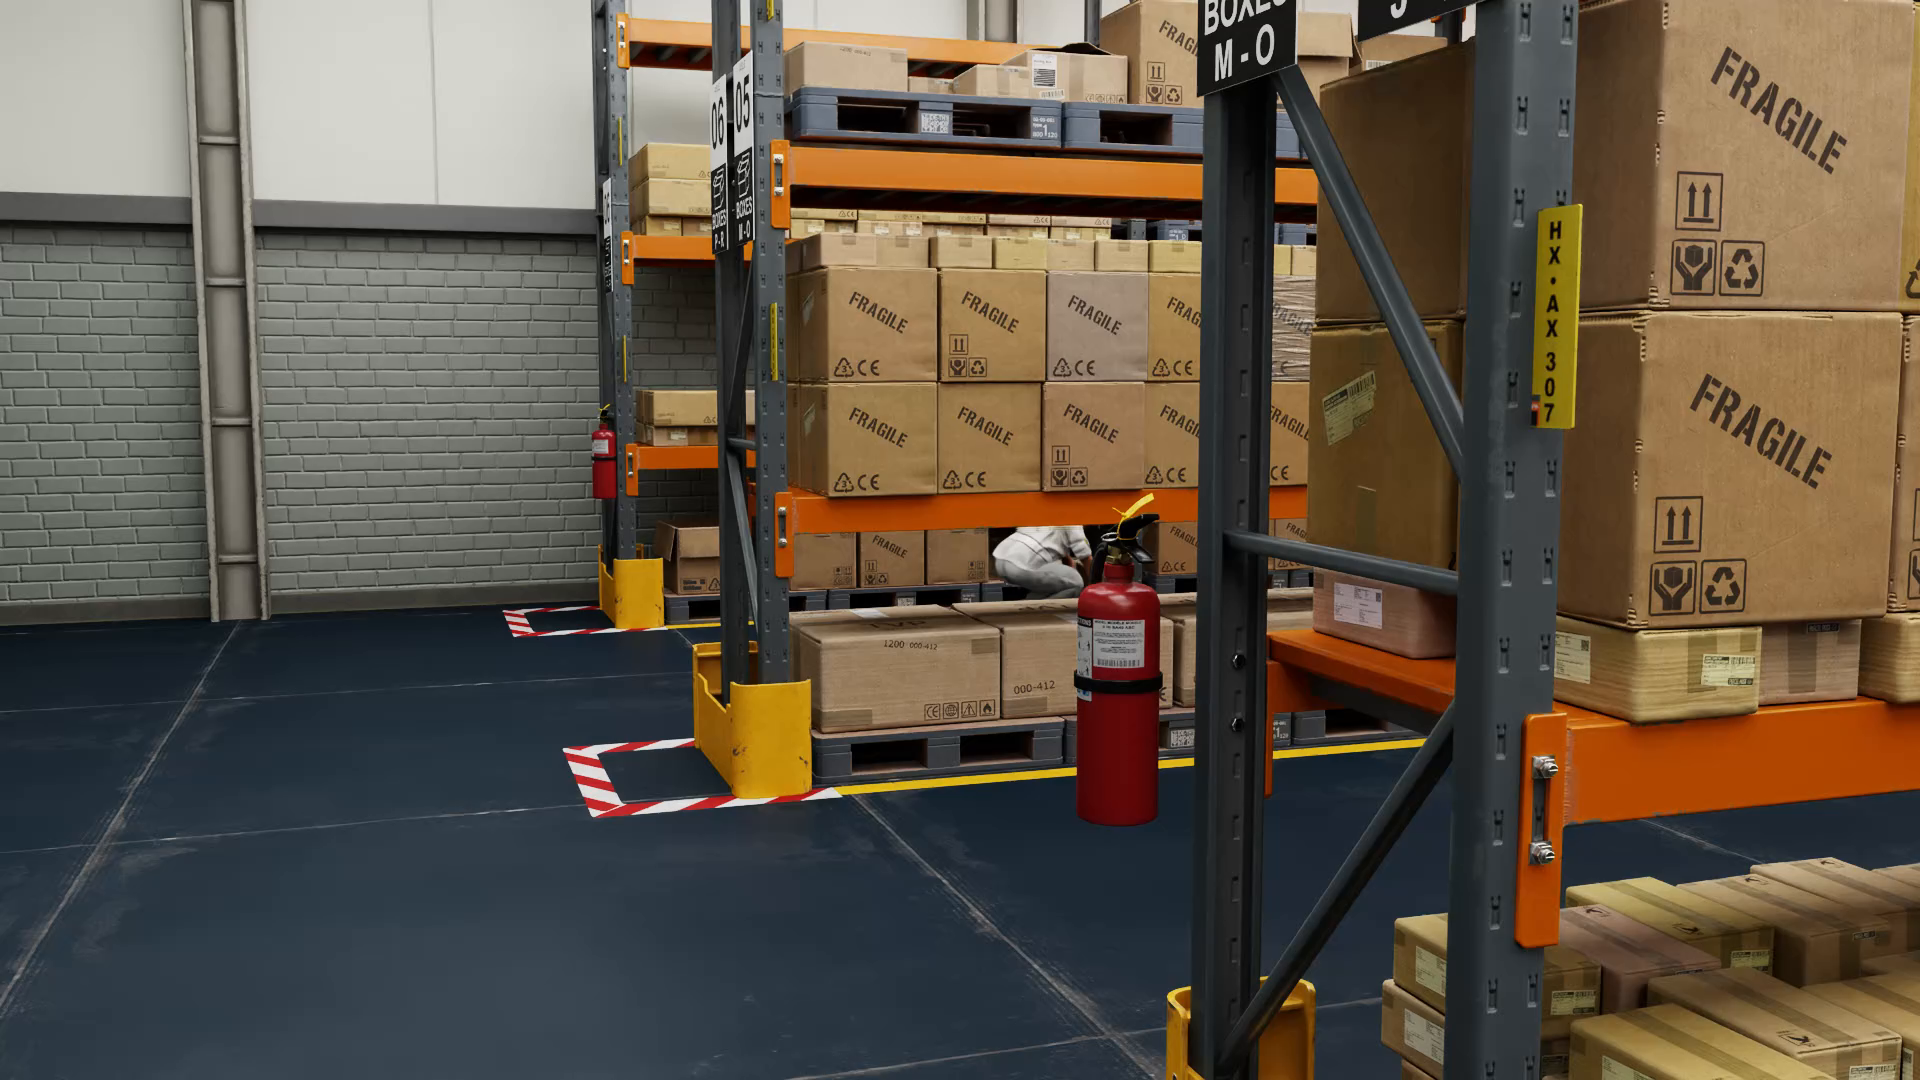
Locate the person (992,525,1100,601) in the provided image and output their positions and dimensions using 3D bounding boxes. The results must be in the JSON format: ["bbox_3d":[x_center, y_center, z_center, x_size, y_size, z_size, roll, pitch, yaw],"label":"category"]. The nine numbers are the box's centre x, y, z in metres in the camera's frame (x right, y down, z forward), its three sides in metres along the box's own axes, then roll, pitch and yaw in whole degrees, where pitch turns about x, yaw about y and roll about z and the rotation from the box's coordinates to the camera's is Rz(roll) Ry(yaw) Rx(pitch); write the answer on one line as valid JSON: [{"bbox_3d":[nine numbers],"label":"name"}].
[{"bbox_3d":[0.659,0.167,11.981,0.853,0.950,0.524,-2,6,-19],"label":"person"}]
